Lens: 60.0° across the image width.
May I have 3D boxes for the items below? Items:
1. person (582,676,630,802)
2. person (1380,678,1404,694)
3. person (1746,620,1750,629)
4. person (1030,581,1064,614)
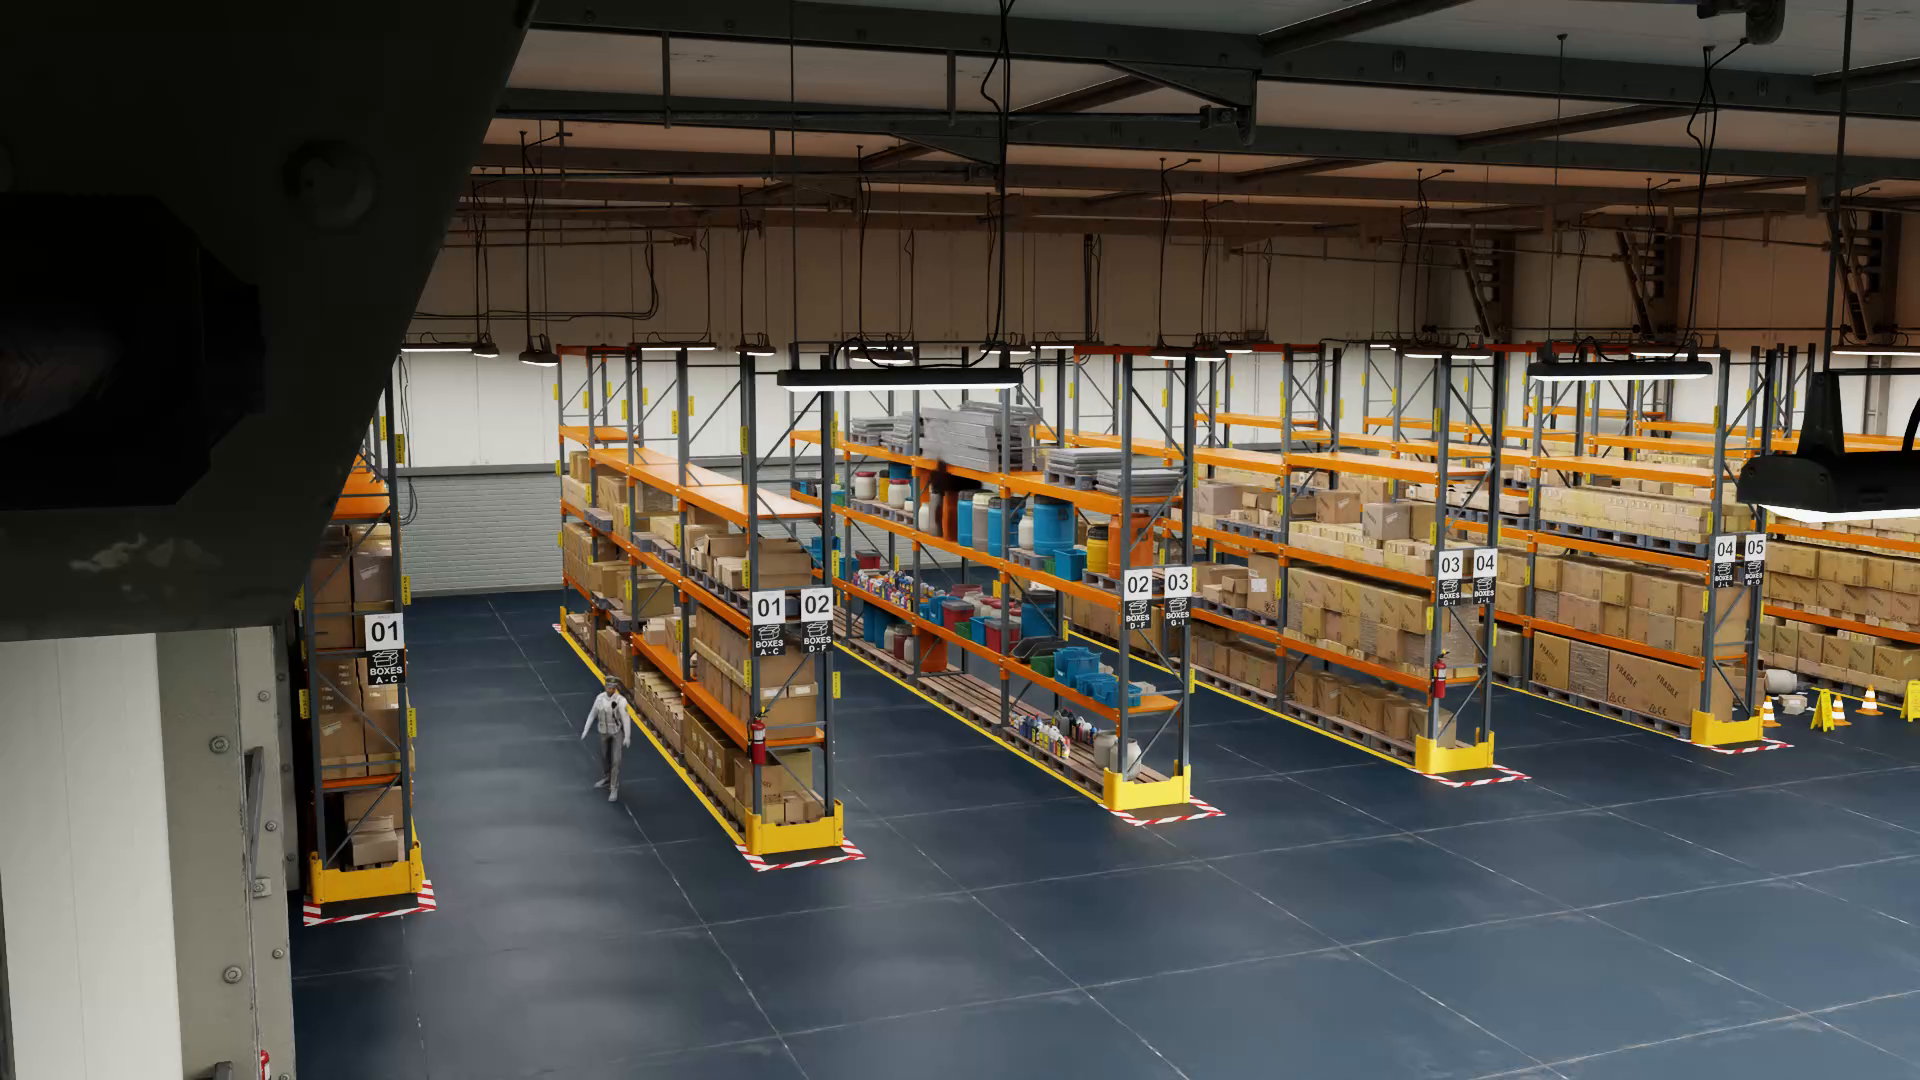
[{"bbox_3d":[-4.799,2.655,22.653,0.663,1.657,0.745,2,7,12],"label":"person"},{"bbox_3d":[7.724,1.945,29.164,0.591,1.460,1.127,-1,7,-11],"label":"person"},{"bbox_3d":[15.796,1.281,33.710,0.541,1.601,0.821,-4,8,-26],"label":"person"},{"bbox_3d":[1.645,1.288,33.003,0.789,1.704,0.660,-1,7,-9],"label":"person"}]
